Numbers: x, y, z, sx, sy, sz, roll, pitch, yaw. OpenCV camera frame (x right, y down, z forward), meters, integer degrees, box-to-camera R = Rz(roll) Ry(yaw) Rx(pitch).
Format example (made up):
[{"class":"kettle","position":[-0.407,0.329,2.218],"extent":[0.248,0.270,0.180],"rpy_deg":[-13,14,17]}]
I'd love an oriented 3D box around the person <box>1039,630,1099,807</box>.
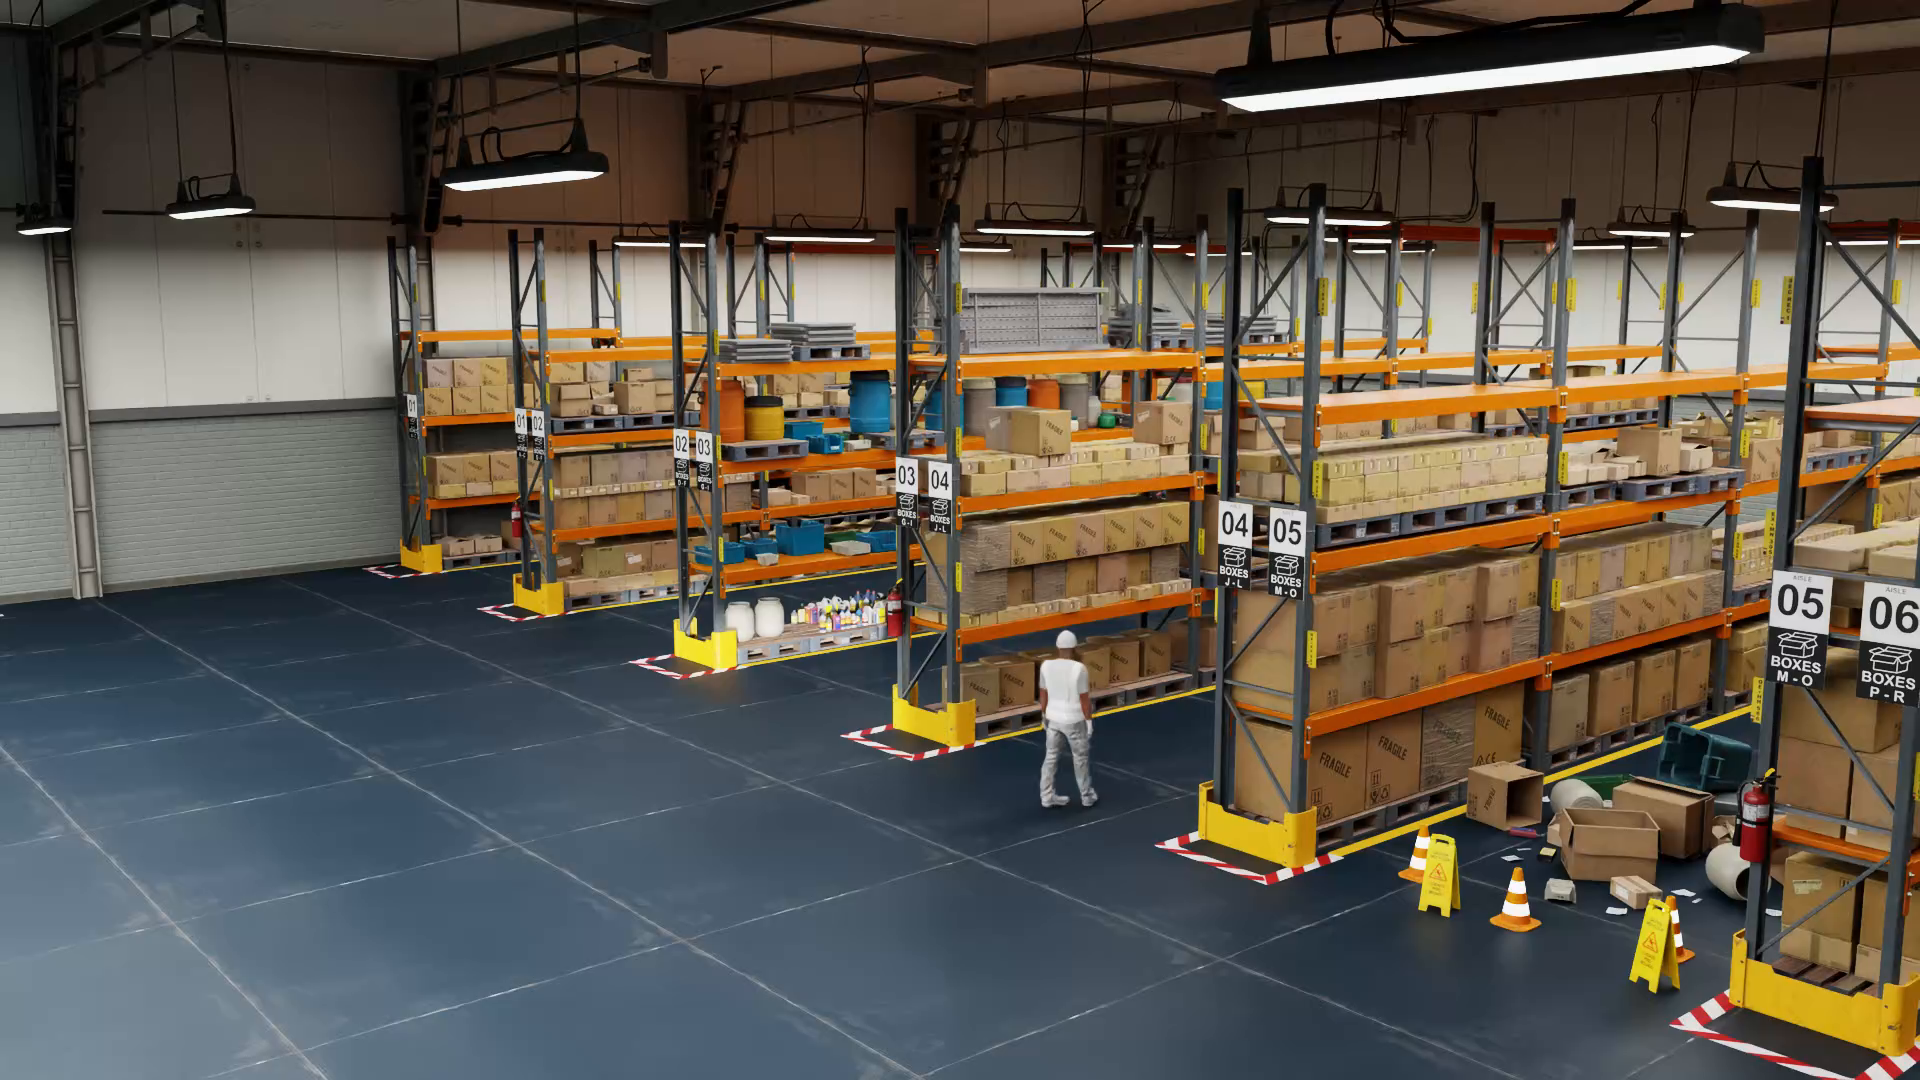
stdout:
[{"class":"person","position":[1.137,1.767,16.506],"extent":[0.597,1.781,0.549],"rpy_deg":[-8,12,-41]}]
